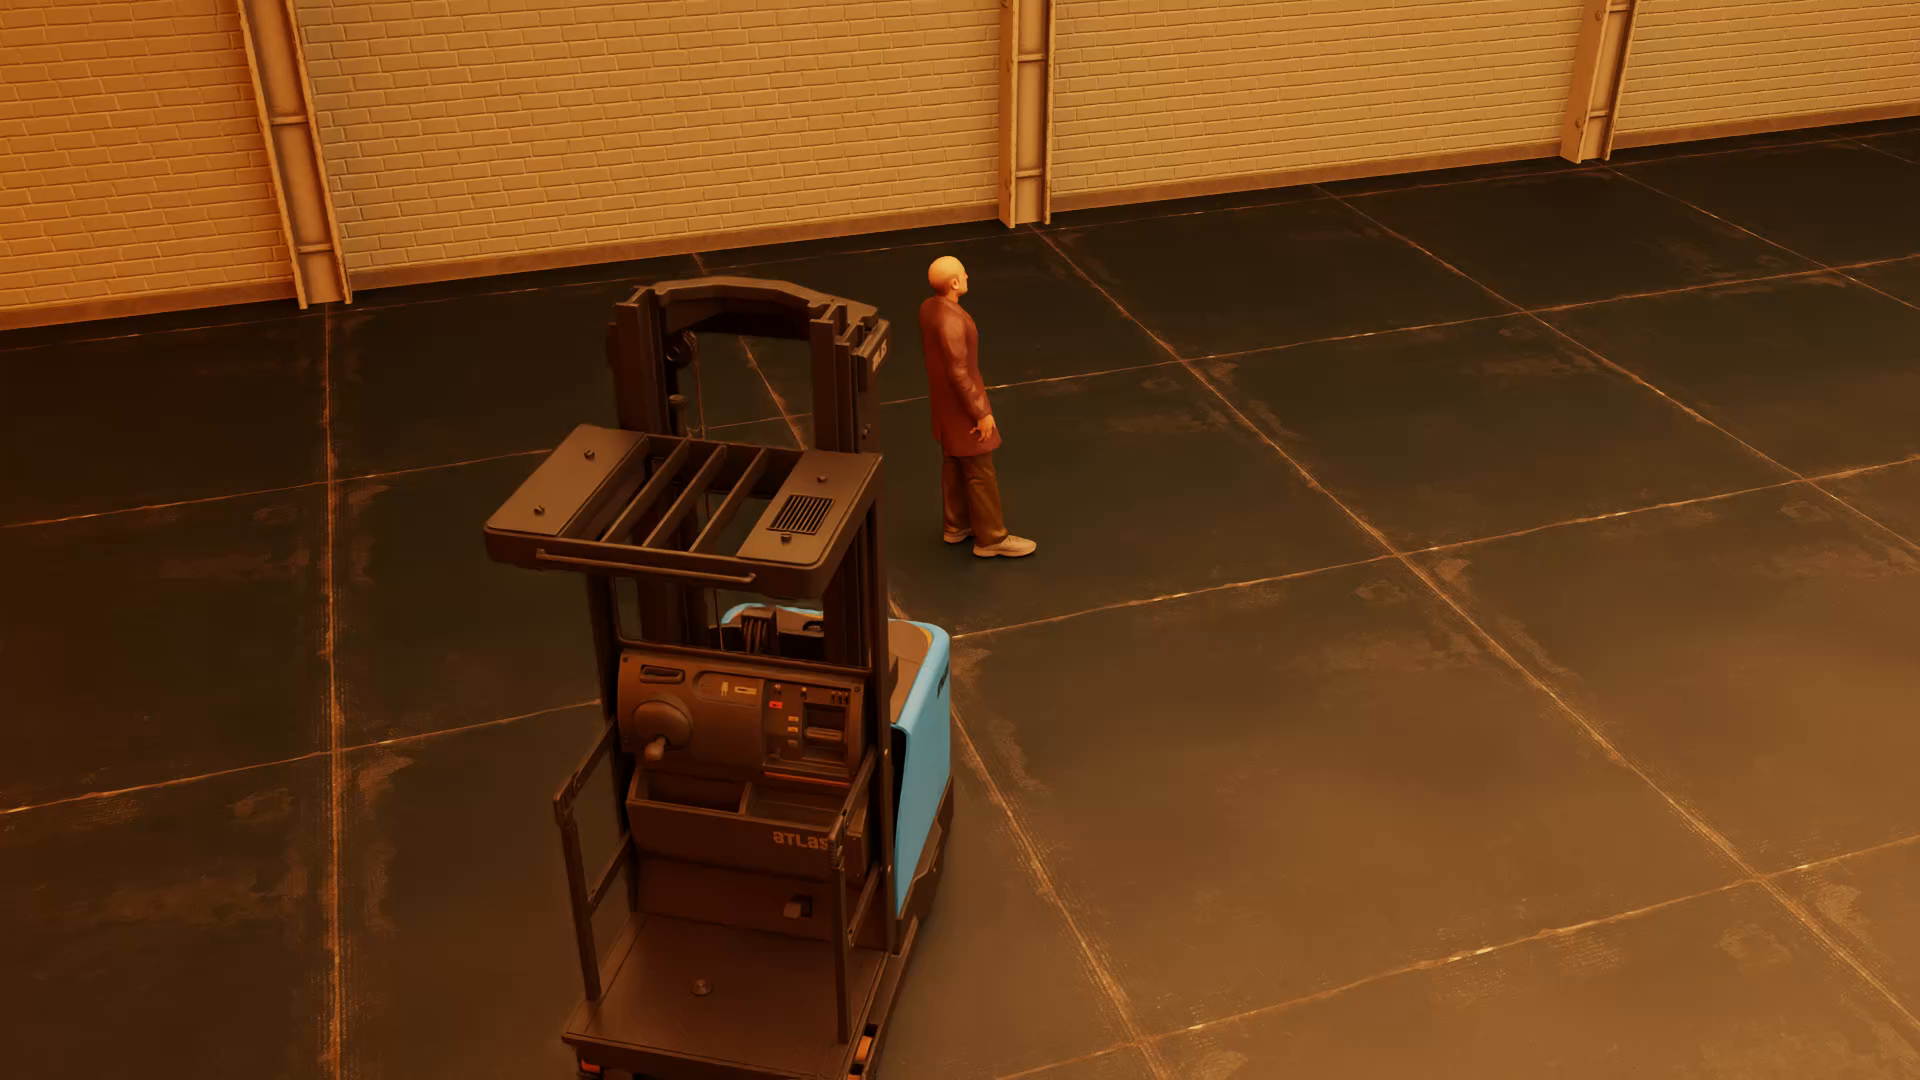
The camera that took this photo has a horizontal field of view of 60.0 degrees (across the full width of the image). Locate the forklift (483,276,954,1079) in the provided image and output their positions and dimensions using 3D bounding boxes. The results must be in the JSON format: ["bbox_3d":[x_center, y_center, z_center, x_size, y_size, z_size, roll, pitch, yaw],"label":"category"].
[{"bbox_3d":[-0.848,0.694,5.881,1.130,2.935,3.031,6,31,11],"label":"forklift"}]

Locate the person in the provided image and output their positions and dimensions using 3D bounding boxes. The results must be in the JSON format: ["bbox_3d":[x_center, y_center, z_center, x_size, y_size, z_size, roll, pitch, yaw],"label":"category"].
[{"bbox_3d":[0.088,-0.790,9.601,0.579,1.778,0.698,-10,31,-16],"label":"person"}]
